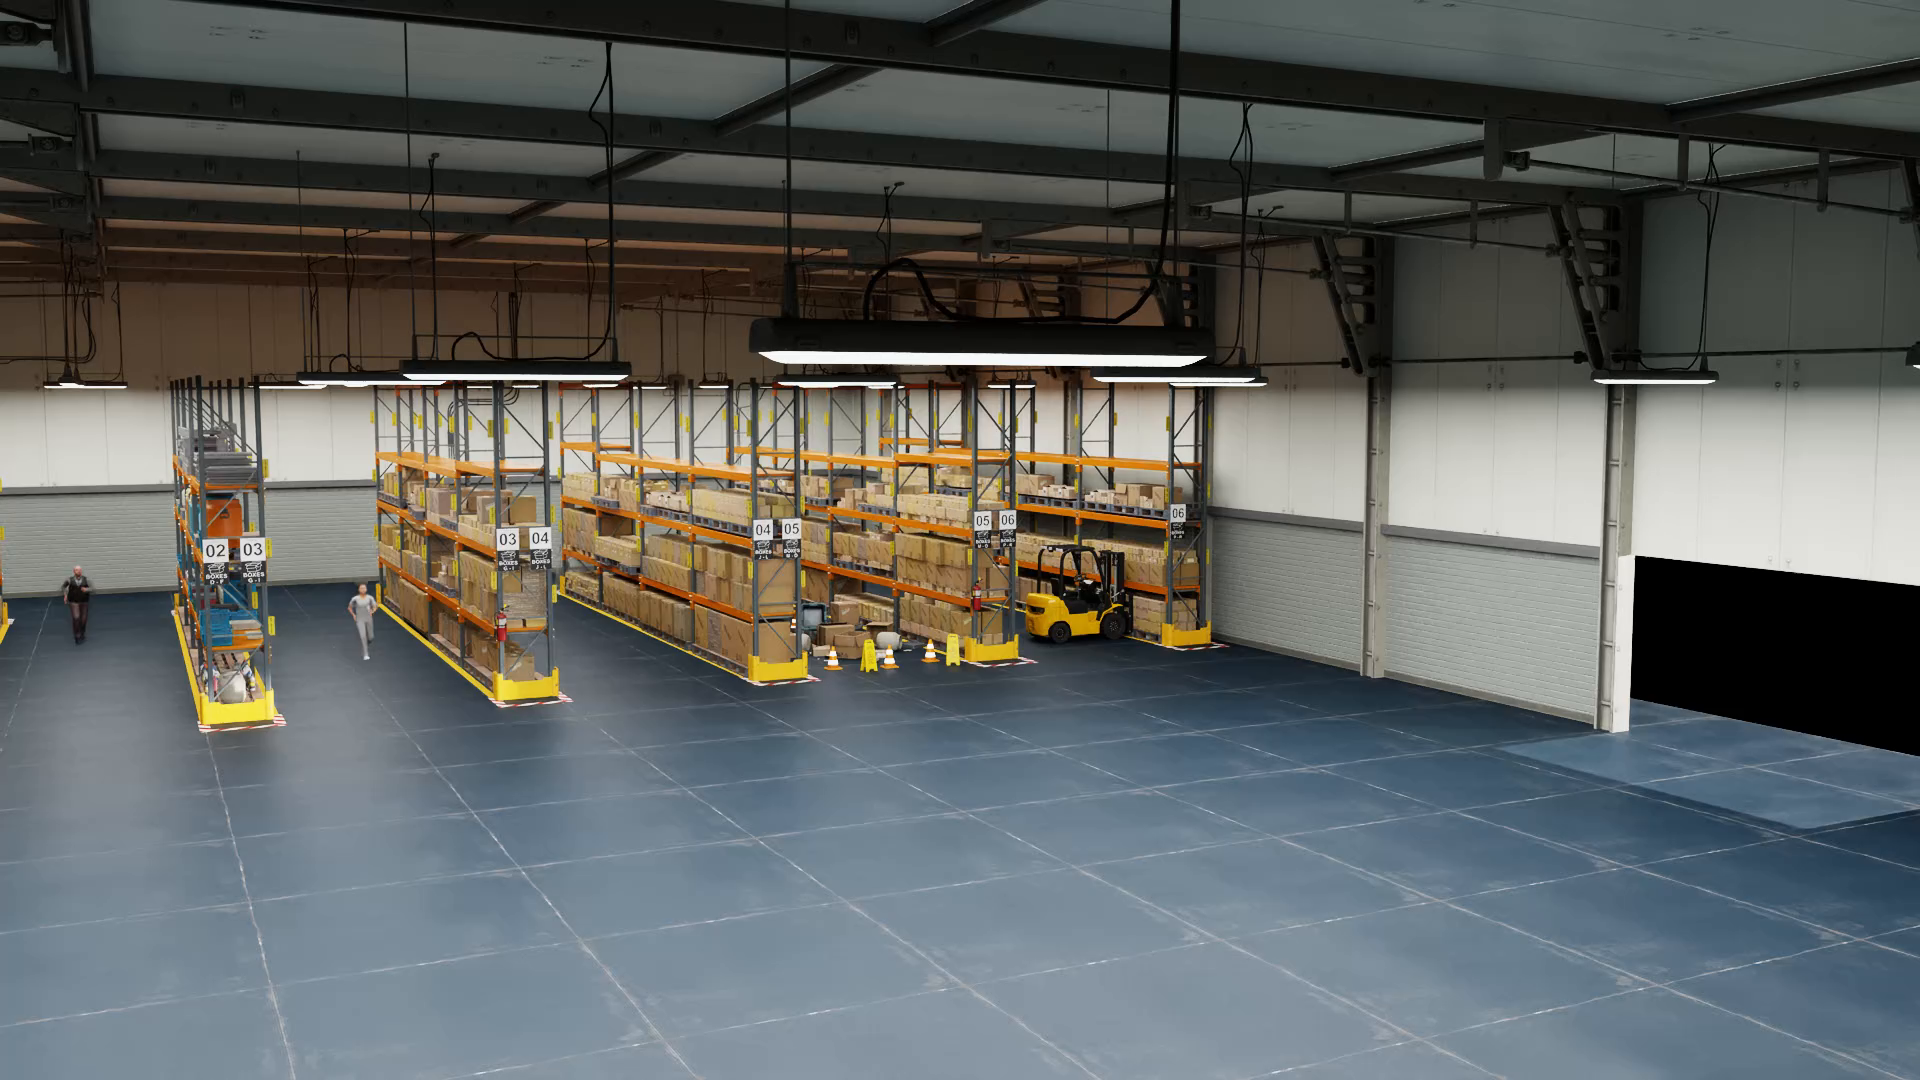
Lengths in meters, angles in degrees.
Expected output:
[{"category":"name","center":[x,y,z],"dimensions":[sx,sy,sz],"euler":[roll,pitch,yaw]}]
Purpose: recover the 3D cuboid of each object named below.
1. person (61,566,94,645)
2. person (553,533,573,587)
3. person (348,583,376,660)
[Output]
[{"category":"person","center":[-20.174,1.477,38.077],"dimensions":[0.630,1.781,0.784],"euler":[-4,6,-38]},{"category":"person","center":[-11.527,0.590,48.676],"dimensions":[0.906,1.614,0.658],"euler":[-2,5,-20]},{"category":"person","center":[-12.816,1.735,35.692],"dimensions":[0.571,1.628,0.752],"euler":[-3,6,-31]}]
